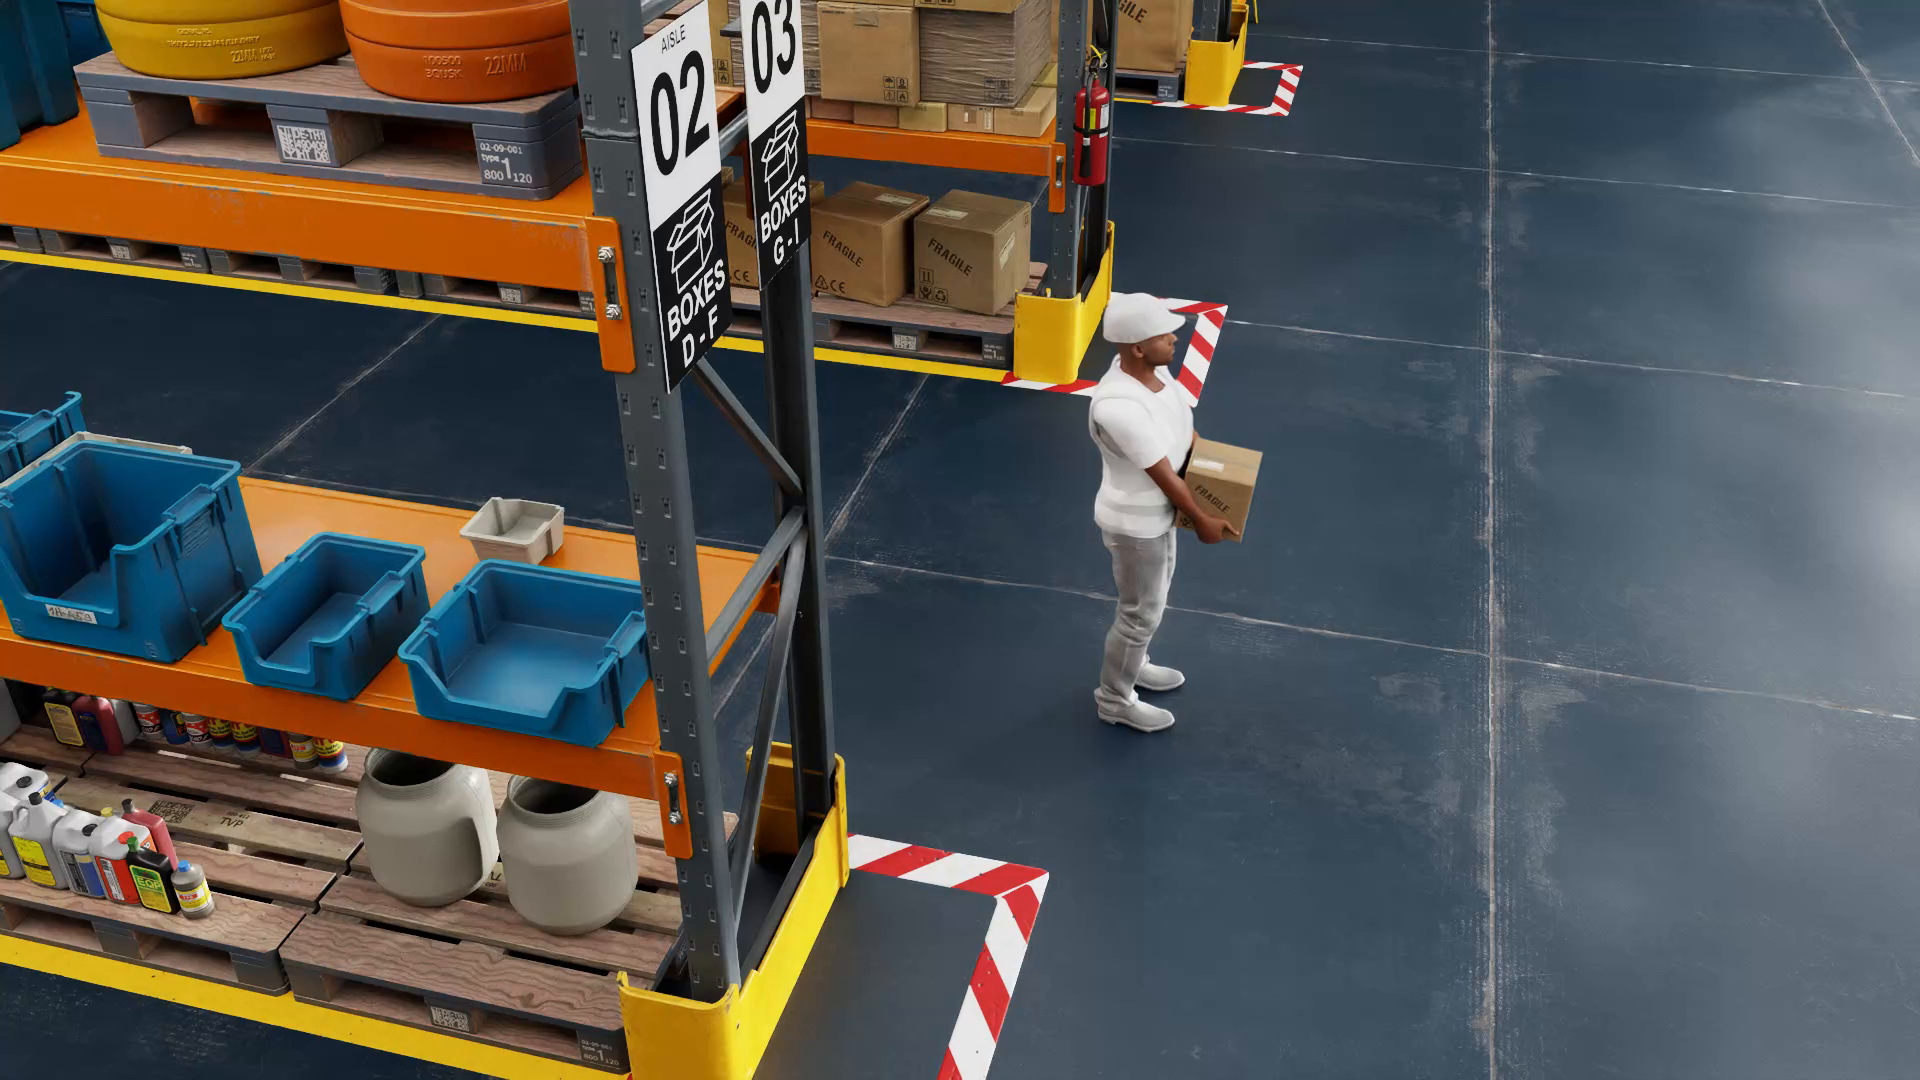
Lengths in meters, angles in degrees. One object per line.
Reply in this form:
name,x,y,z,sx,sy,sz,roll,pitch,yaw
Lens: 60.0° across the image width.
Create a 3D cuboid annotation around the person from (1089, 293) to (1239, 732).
person,0.777,-0.092,6.266,0.577,1.760,0.503,8,34,13
